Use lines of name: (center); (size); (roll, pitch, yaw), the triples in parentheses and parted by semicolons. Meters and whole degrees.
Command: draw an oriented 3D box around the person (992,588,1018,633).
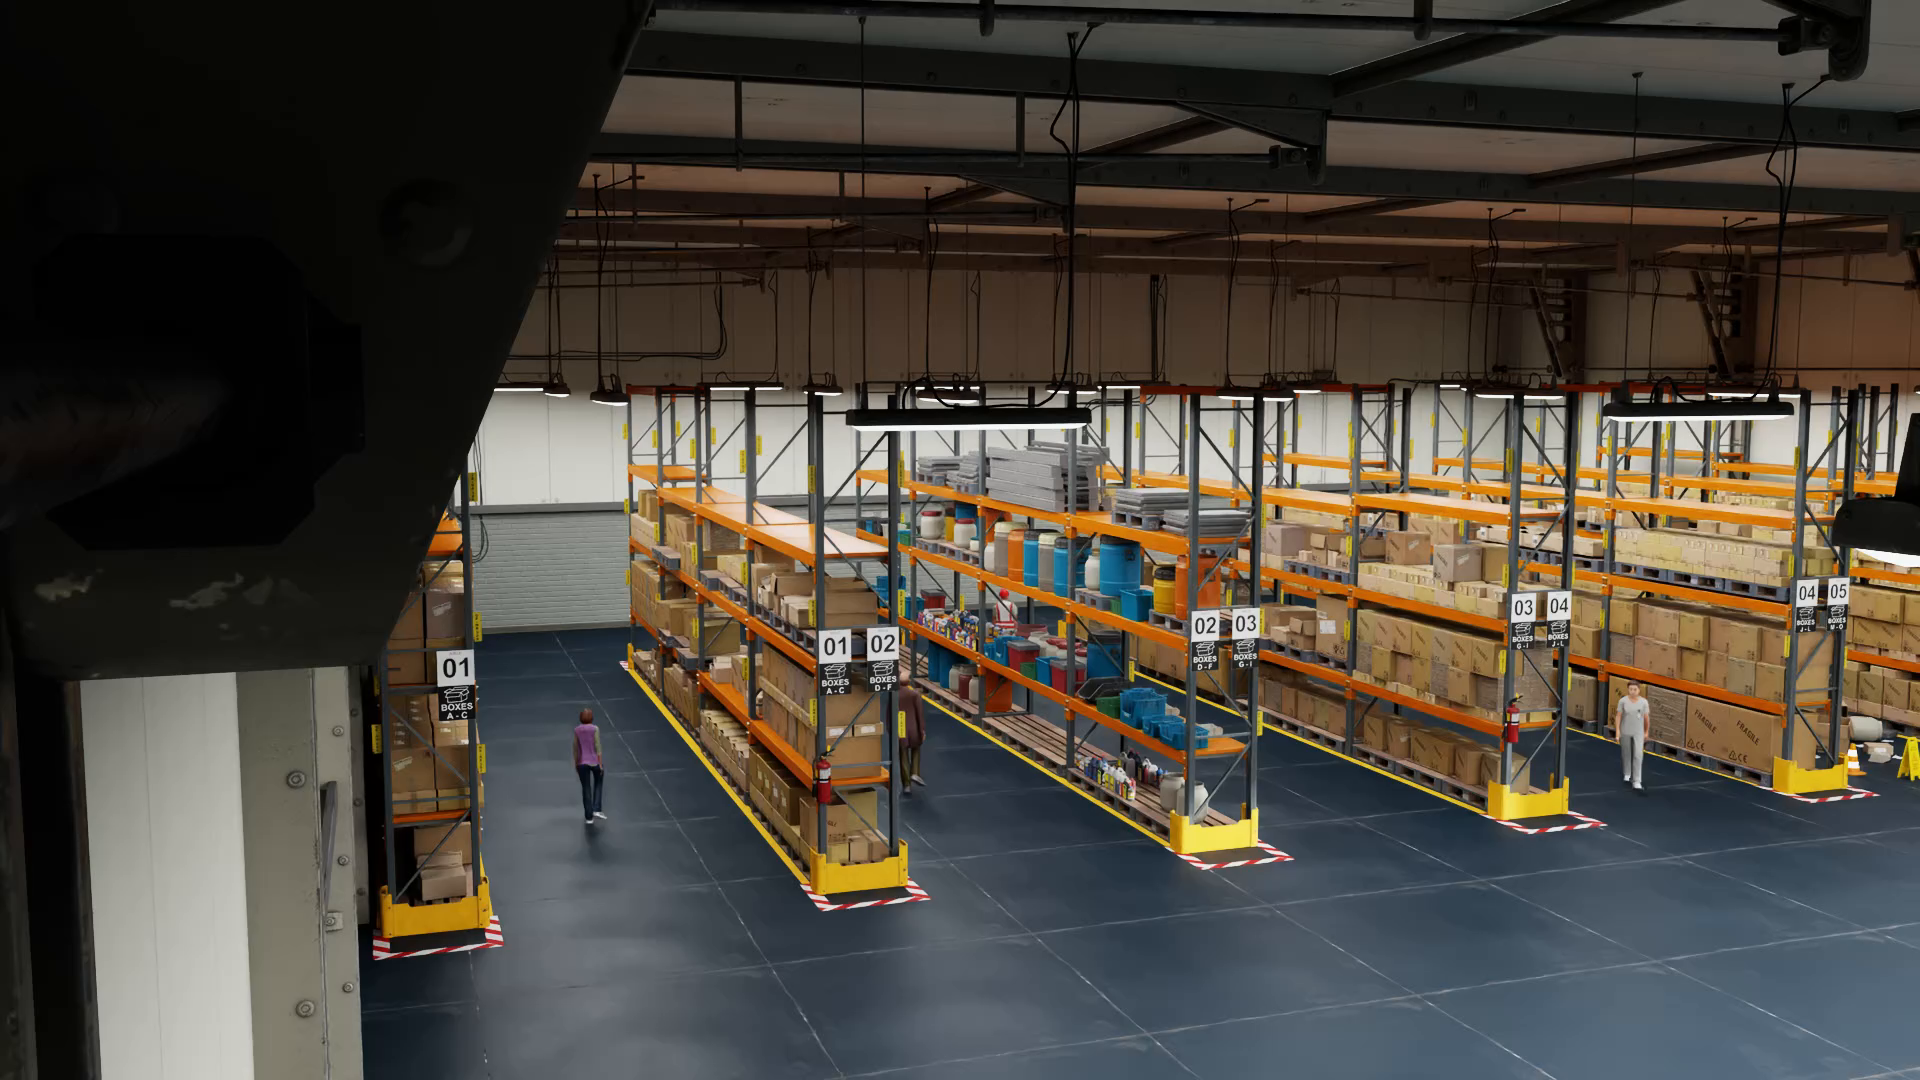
person: (0.934, 1.870, 34.508); (0.563, 1.763, 0.791); (0, 6, -3)

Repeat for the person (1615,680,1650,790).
person: (10.135, 2.917, 25.099); (0.468, 1.615, 1.043); (3, 7, 27)

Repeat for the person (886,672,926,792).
person: (-0.814, 2.863, 24.936); (0.599, 1.764, 0.551); (-1, 6, -5)

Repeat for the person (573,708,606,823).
person: (-5.181, 3.157, 23.164); (0.426, 1.610, 0.512); (-1, 6, -8)
